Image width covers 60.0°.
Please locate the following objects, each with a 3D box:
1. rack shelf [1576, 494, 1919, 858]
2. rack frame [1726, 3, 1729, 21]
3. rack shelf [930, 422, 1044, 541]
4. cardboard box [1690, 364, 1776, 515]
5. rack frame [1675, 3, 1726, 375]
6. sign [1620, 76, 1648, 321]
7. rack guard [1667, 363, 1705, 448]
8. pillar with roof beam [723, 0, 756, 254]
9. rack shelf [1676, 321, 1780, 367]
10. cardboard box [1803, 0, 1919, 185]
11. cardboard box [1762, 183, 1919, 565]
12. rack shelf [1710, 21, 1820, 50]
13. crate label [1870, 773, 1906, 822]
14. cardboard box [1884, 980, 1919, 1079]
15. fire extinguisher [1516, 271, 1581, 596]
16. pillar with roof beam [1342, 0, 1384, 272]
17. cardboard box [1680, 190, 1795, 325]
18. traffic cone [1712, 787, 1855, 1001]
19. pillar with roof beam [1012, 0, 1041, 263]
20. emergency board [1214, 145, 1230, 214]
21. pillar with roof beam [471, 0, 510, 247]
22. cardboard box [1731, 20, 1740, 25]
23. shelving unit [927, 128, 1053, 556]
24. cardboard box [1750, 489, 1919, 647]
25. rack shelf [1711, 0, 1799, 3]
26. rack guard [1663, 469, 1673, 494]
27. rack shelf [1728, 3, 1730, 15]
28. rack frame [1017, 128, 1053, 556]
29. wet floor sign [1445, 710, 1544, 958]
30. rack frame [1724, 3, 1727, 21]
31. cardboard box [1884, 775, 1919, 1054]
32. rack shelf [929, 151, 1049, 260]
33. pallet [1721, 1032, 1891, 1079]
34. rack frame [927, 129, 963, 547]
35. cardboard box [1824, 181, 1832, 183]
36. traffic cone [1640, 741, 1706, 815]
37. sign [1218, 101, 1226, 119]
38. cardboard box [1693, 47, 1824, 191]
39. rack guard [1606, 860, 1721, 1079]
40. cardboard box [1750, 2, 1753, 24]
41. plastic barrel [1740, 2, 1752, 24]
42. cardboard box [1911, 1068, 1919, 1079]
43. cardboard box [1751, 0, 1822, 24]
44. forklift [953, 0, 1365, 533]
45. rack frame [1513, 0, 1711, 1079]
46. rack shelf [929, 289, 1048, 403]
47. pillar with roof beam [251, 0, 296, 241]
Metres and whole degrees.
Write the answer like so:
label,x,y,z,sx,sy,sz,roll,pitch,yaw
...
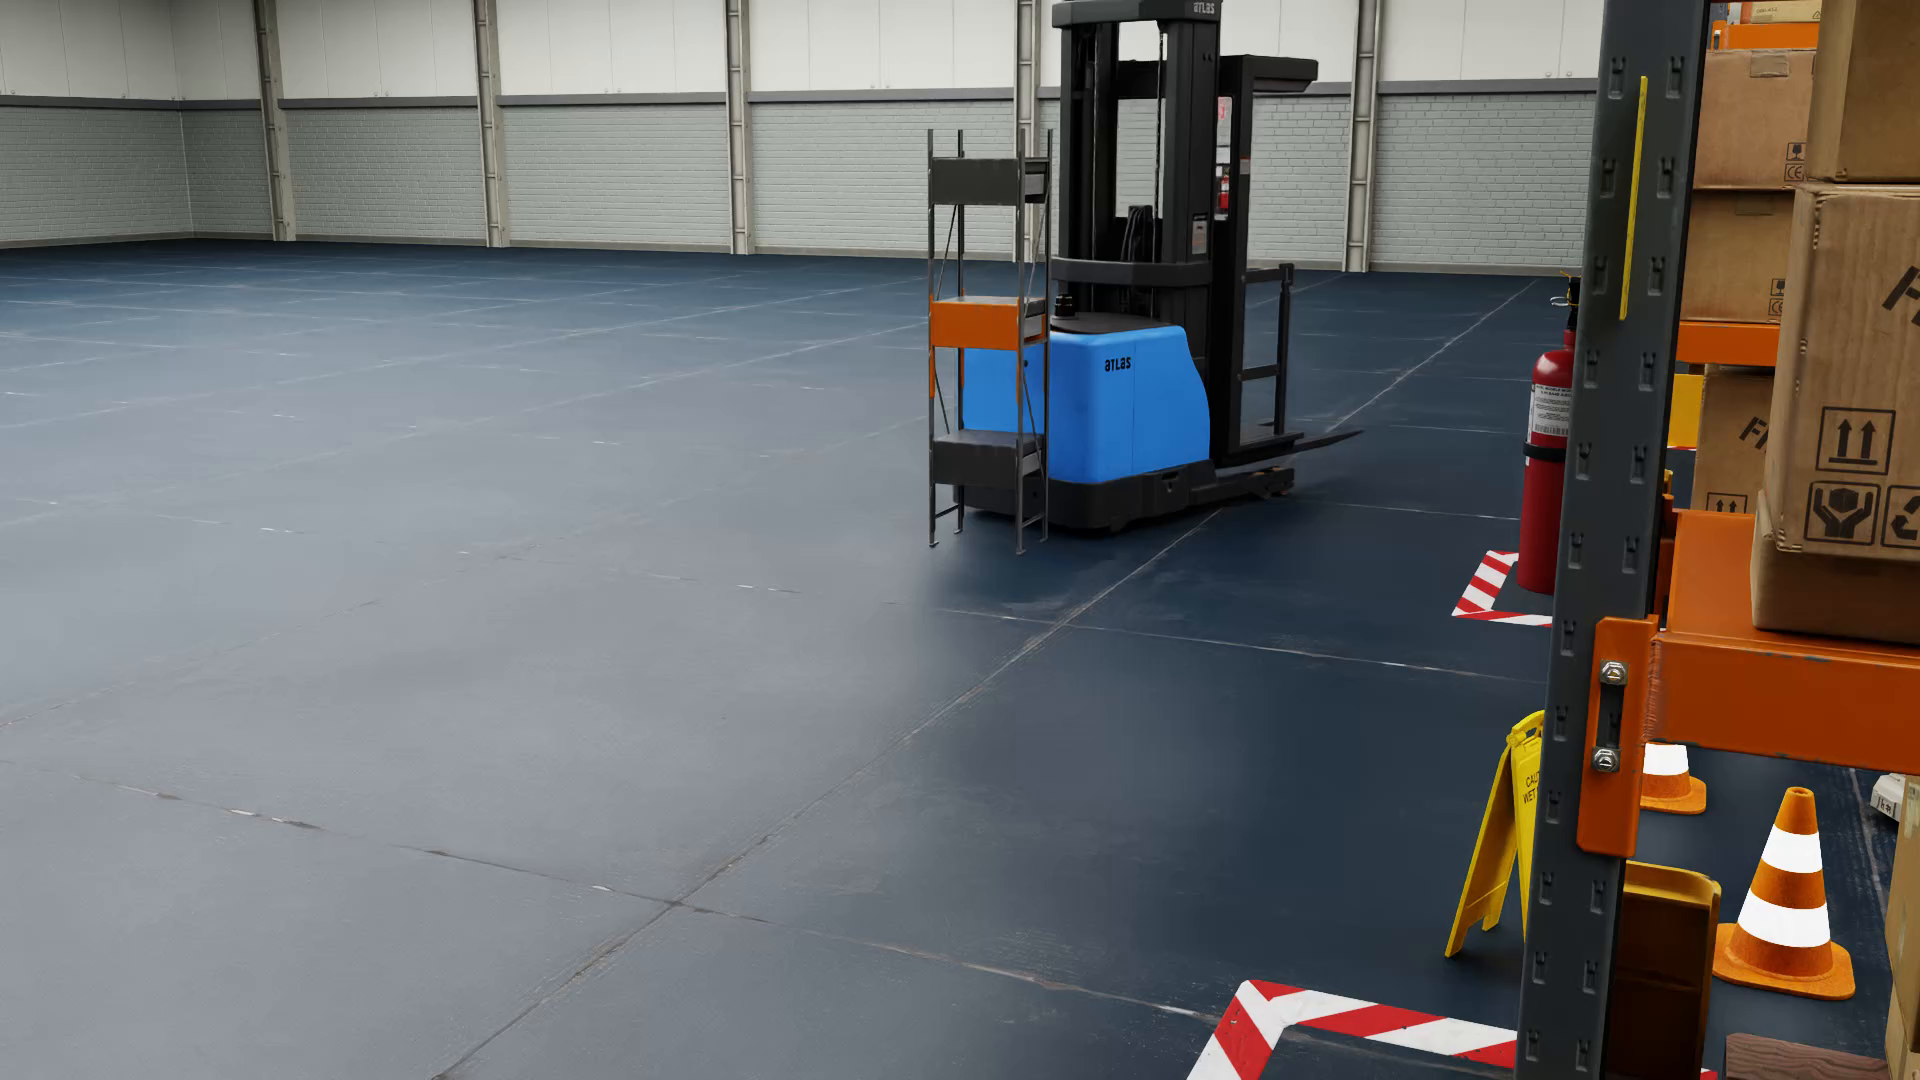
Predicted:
label,x,y,z,sx,sy,sz,roll,pitch,yaw
rack shelf,2.979,0.373,2.173,4.000,0.370,1.077,6,14,23
rack frame,9.180,-7.221,19.832,0.127,3.000,1.000,6,14,23
rack shelf,0.151,-0.312,8.613,0.480,0.518,0.431,6,14,23
cardboard box,3.710,-0.326,7.312,0.875,0.875,0.875,6,14,24
rack frame,5.165,-2.232,11.701,0.127,3.000,1.000,6,14,23
sign,0.931,-0.470,2.298,0.005,0.325,0.100,6,14,23
rack guard,5.234,-1.008,11.956,0.348,0.500,1.175,6,14,23
pillar with roof beam,-6.027,-9.139,28.002,0.400,9.000,9.100,6,14,23
rack shelf,4.892,-0.670,6.619,4.000,0.370,1.077,6,14,23
cardboard box,1.706,-0.841,2.713,0.500,0.500,0.700,5,14,22
cardboard box,1.471,-0.254,2.401,0.500,0.500,0.500,6,14,22
rack shelf,6.993,-3.157,10.652,4.000,0.370,1.077,6,14,23
crate label,2.949,0.798,5.053,0.298,0.136,0.250,-1,13,-6
cardboard box,2.021,0.993,3.057,0.500,0.250,0.500,6,14,23
fire extinguisher,1.233,-0.231,3.344,0.183,0.674,0.296,6,14,23
pillar with roof beam,4.944,-8.028,23.270,0.400,9.000,9.100,6,14,23
cardboard box,3.421,-1.254,7.202,0.550,0.550,0.875,6,14,23
traffic cone,2.066,0.843,4.148,0.334,0.463,0.336,6,14,23
pillar with roof beam,-0.541,-8.583,25.636,0.400,9.000,9.100,6,14,23
emergency board,4.444,-6.243,28.796,0.643,1.169,0.194,6,14,23
pillar with roof beam,-11.513,-9.694,30.368,0.400,9.000,9.100,6,14,23
cardboard box,11.437,-7.255,24.089,0.500,0.500,0.500,5,14,19
shelving unit,0.151,-1.007,8.450,0.503,2.100,0.431,6,14,23
cardboard box,1.377,0.035,2.590,0.250,0.149,0.380,6,14,23
rack shelf,4.892,-2.130,6.276,4.000,0.370,1.077,6,14,23
rack guard,3.041,0.009,7.621,0.348,0.500,1.175,6,14,23
rack shelf,13.012,-7.720,23.536,4.000,0.370,1.077,6,14,23
rack frame,0.374,-0.984,8.353,0.015,2.100,0.400,6,14,23
wet floor sign,1.410,0.743,4.176,0.232,0.644,0.267,12,18,42
rack frame,7.171,-6.187,15.424,0.127,3.000,1.000,6,14,23
cardboard box,1.989,0.627,2.976,0.500,0.500,0.500,6,14,24
rack shelf,0.151,-1.675,8.293,0.480,0.518,0.431,6,14,23
pallet,1.949,1.285,2.816,1.213,0.211,1.003,6,14,23
rack frame,-0.072,-1.029,8.546,0.015,2.100,0.400,6,14,23
cardboard box,1.758,-0.363,2.865,0.500,0.500,0.500,6,14,22
traffic cone,2.205,0.580,5.270,0.334,0.463,0.336,6,14,23
sign,4.477,-7.394,28.623,0.199,0.298,0.001,6,14,23
cardboard box,3.387,-1.762,7.004,0.550,0.550,0.875,6,14,23
rack guard,1.220,1.062,3.135,0.348,0.500,1.175,6,14,23
cardboard box,5.708,-3.628,11.411,0.500,0.250,0.500,6,15,25
plastic barrel,7.666,-5.122,15.591,0.708,0.830,0.600,6,14,23
cardboard box,1.776,1.104,2.581,0.500,0.250,0.500,6,14,23
cardboard box,5.500,-3.521,10.955,0.500,0.250,0.500,6,15,25
forklift,1.348,-1.735,9.732,1.130,2.935,3.031,13,18,43
rack frame,1.151,-0.162,2.880,0.127,3.000,1.000,6,14,23
rack shelf,0.151,-0.994,8.453,0.480,0.518,0.431,6,14,23
pillar with roof beam,-16.999,-10.249,32.734,0.400,9.000,9.100,6,14,23
